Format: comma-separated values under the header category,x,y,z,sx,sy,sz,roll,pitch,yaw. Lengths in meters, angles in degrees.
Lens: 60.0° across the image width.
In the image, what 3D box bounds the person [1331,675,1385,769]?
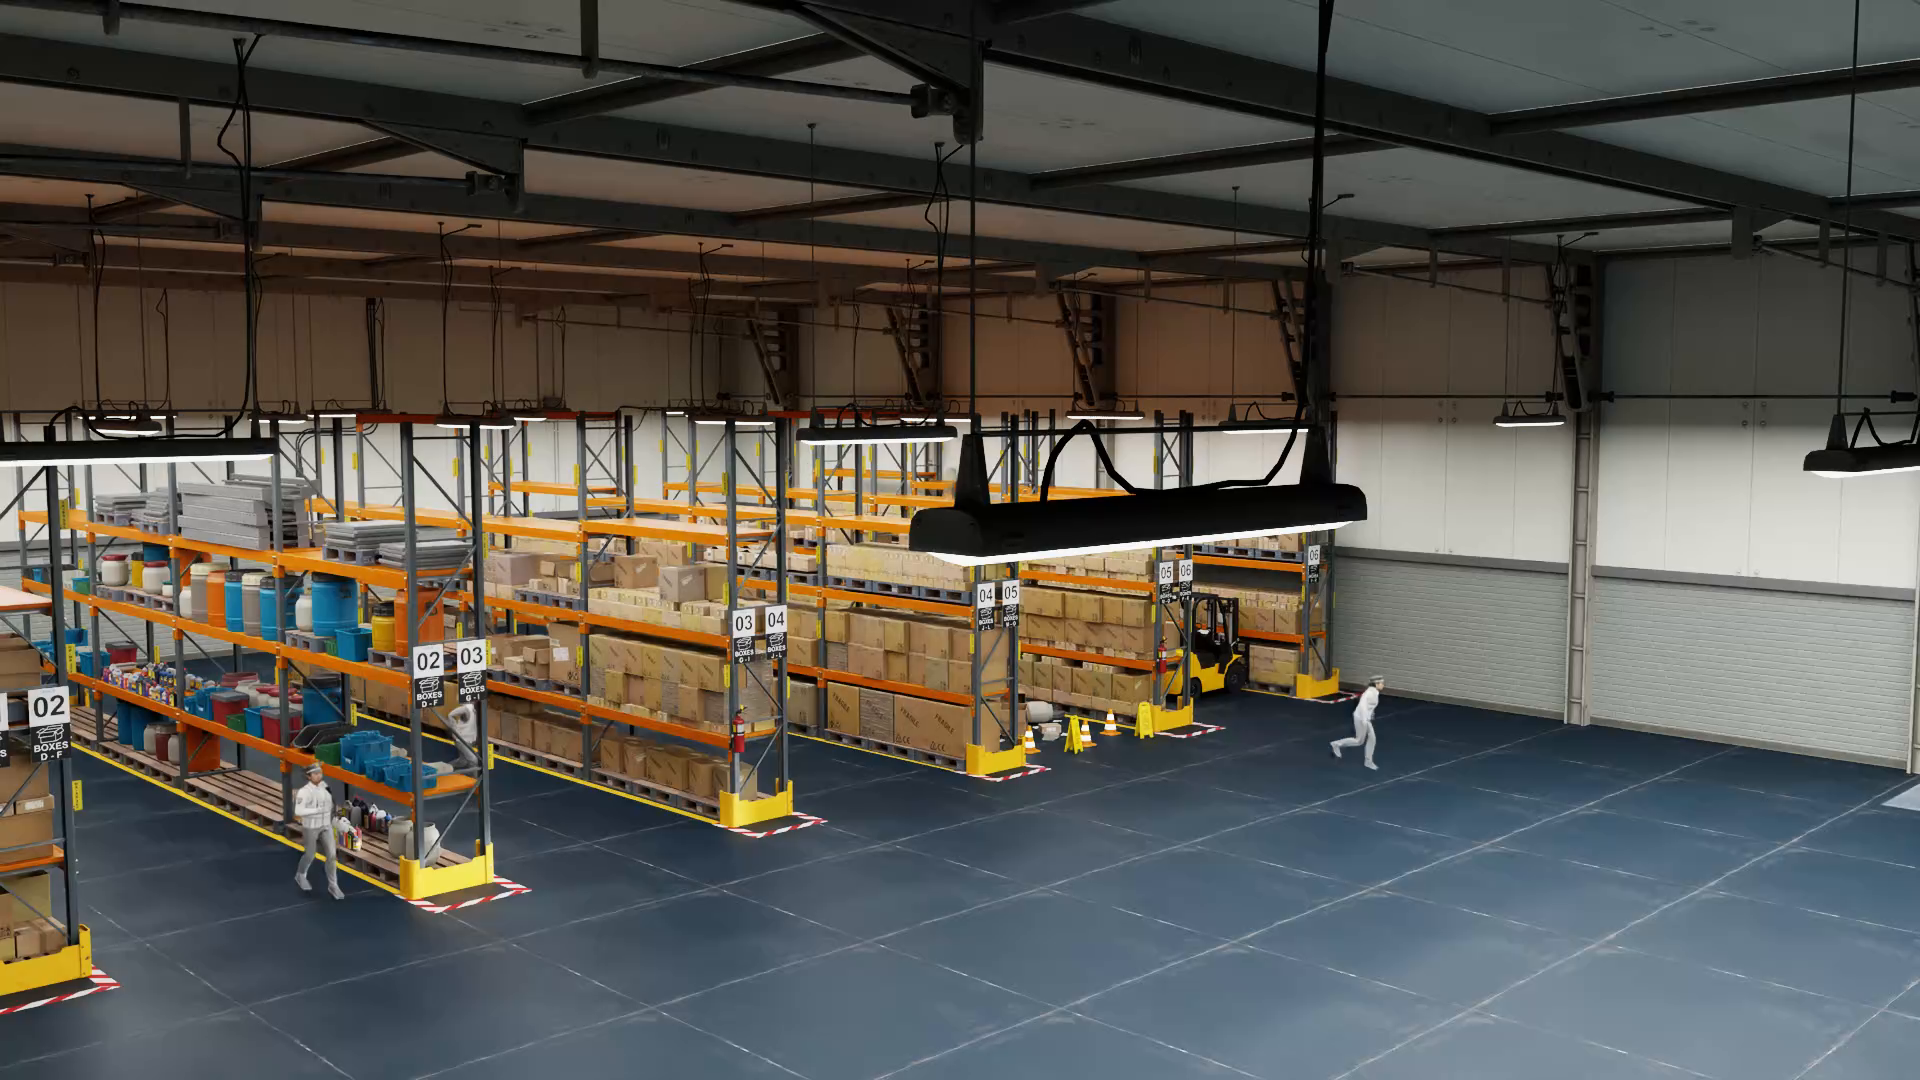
category,x,y,z,sx,sy,sz,roll,pitch,yaw
person,6.791,3.092,28.385,0.875,1.632,0.623,1,5,14

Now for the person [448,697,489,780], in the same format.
category,x,y,z,sx,sy,sz,roll,pitch,yaw
person,-7.895,3.207,26.506,1.050,1.732,0.697,3,6,35

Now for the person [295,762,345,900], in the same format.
category,x,y,z,sx,sy,sz,roll,pitch,yaw
person,-8.128,3.651,20.996,0.820,1.727,0.604,4,6,36
